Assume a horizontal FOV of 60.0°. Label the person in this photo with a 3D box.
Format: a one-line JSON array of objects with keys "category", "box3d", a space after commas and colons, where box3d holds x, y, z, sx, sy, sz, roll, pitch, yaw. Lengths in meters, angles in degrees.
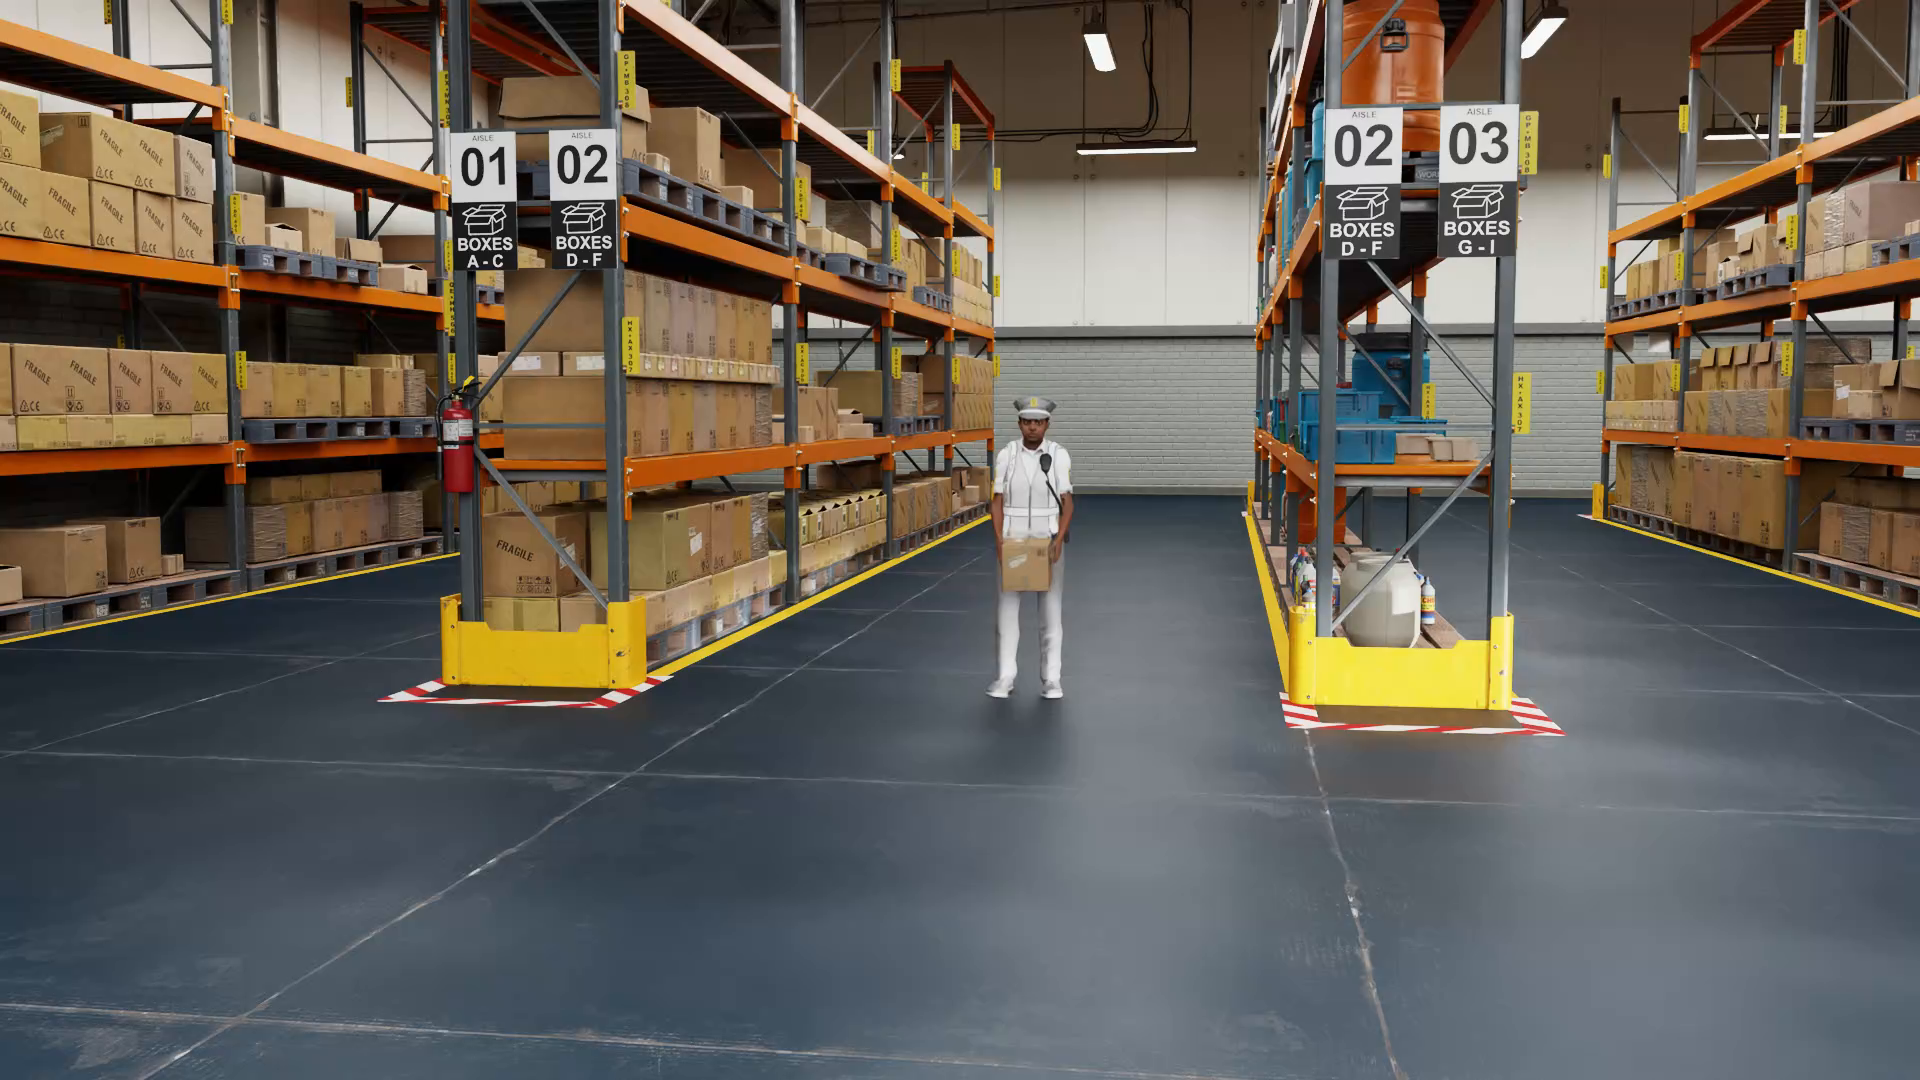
[{"category": "person", "box3d": [0.398, 0.035, 9.318, 0.481, 1.682, 0.415, 1, 5, 8]}]
